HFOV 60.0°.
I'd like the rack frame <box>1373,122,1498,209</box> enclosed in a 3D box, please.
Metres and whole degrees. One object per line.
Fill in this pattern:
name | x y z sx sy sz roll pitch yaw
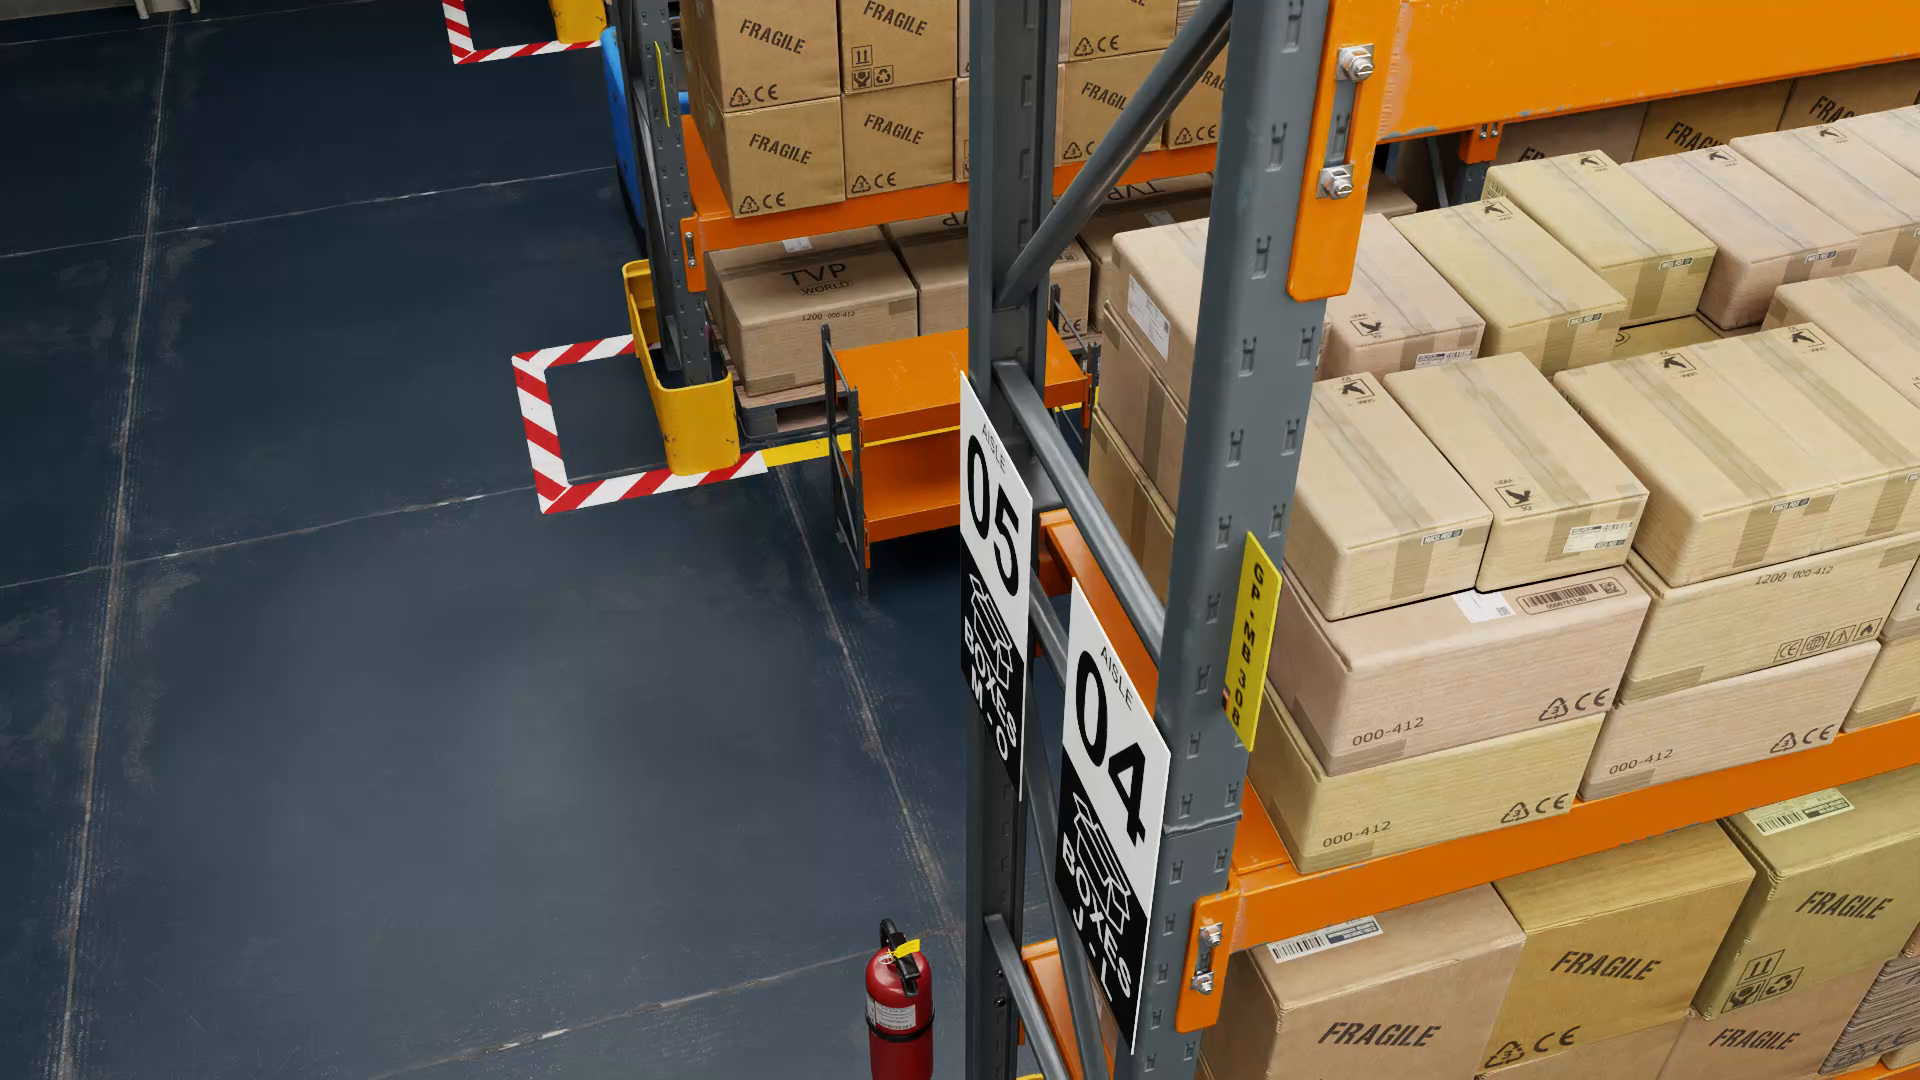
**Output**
rack frame | 2.454 -2.620 8.318 0.127 3.000 1.000 -12 42 -13

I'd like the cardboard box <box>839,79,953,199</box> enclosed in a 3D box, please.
cardboard box | -0.343 -1.899 7.417 0.500 0.500 0.500 -12 43 -14

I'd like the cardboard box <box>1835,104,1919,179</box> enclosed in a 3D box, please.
cardboard box | 1.925 -0.695 3.266 0.250 0.149 0.380 -13 43 -14

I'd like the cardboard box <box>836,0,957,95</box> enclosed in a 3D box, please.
cardboard box | -0.327 -2.266 7.077 0.500 0.500 0.500 -13 43 -14

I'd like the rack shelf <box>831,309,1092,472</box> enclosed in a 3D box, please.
rack shelf | -0.006 -0.643 7.035 1.000 0.278 0.538 -12 42 -13

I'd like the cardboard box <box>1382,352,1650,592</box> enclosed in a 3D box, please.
cardboard box | 0.848 -0.115 2.602 0.250 0.149 0.380 -10 42 -11

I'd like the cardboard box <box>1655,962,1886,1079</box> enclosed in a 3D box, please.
cardboard box | 1.707 0.982 3.894 0.500 0.500 0.500 -11 42 -12

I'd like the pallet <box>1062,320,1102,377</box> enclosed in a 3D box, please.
pallet | 0.539 -1.225 8.841 1.213 0.211 1.003 -12 42 -13

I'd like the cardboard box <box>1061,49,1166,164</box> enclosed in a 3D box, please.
cardboard box | 0.620 -2.098 7.645 0.500 0.500 0.500 -10 42 -12

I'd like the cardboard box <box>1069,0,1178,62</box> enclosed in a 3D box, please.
cardboard box | 0.637 -2.472 7.313 0.500 0.500 0.500 -12 42 -13

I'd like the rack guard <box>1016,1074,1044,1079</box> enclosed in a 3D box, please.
rack guard | 0.294 2.184 4.720 0.348 0.500 1.175 -12 42 -13

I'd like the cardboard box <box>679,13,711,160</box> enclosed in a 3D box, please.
cardboard box | -0.981 -2.128 7.680 0.500 0.500 0.500 -11 42 -13

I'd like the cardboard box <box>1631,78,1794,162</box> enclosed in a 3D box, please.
cardboard box | 3.880 -2.334 9.287 0.875 0.875 0.875 -11 42 -12

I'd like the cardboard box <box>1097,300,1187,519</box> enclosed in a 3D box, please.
cardboard box | 0.585 -0.255 3.066 0.500 0.250 0.500 -13 43 -14

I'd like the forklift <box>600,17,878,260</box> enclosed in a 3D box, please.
forklift | -0.436 -3.146 8.973 3.031 2.935 1.130 -12 43 -13

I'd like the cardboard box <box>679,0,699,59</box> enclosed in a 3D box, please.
cardboard box | -0.973 -2.488 7.332 0.500 0.500 0.500 -10 42 -12

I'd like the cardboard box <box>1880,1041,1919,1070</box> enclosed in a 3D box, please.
cardboard box | 2.365 1.119 4.230 0.250 0.149 0.380 -11 42 -12

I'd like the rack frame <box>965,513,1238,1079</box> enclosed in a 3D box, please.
rack frame | 0.222 1.257 3.881 0.127 3.000 1.000 -12 42 -13

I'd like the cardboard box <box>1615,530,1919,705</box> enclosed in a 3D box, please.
cardboard box | 1.216 -0.032 2.810 0.500 0.250 0.500 -12 43 -14

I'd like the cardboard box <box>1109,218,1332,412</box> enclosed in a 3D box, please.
cardboard box | 0.451 -0.404 2.934 0.250 0.149 0.380 -12 43 -13

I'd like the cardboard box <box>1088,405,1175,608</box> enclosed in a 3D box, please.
cardboard box | 0.576 -0.072 3.236 0.500 0.250 0.500 -13 43 -14

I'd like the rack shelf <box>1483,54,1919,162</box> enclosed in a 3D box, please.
rack shelf | 4.361 -2.744 9.007 4.000 0.370 1.077 -12 42 -13

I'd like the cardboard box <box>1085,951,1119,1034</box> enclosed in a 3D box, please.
cardboard box | 0.573 0.857 4.036 0.500 0.500 0.500 -11 42 -12

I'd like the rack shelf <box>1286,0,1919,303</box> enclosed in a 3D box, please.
rack shelf | 2.129 -1.125 2.597 4.000 0.370 1.077 -12 42 -13

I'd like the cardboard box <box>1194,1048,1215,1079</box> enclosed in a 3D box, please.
cardboard box | 0.733 1.192 3.653 0.500 0.500 0.500 -10 42 -11

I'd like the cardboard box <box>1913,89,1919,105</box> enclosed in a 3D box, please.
cardboard box | 5.585 -2.684 9.687 0.875 0.875 0.875 -12 43 -13

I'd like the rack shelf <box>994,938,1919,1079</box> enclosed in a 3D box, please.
rack shelf | 2.129 1.133 4.570 4.000 0.370 1.077 -12 42 -13

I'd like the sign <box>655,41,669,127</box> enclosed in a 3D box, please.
sign | -1.201 -1.836 6.703 0.005 0.325 0.100 -12 42 -13

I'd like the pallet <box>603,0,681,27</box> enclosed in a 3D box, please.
pallet | -2.023 -4.066 12.094 1.213 0.211 1.003 -12 42 -13

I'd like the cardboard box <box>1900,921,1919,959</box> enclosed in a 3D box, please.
cardboard box | 2.197 0.513 3.670 0.500 0.500 0.500 -13 43 -14

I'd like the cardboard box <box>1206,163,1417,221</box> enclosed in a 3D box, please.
cardboard box | 1.823 -1.756 8.958 0.875 0.438 0.875 -12 43 -14

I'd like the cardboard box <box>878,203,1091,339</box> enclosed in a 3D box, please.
cardboard box | 0.108 -1.402 8.552 0.875 0.438 0.875 -11 42 -12

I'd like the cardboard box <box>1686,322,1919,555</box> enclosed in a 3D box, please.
cardboard box | 1.360 -0.170 2.665 0.250 0.149 0.380 -11 42 -12

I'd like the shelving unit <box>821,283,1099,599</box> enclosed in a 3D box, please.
shelving unit | -0.006 -0.422 7.228 1.048 1.125 0.538 -12 42 -13

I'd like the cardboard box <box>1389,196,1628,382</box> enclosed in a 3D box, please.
cardboard box | 0.960 -0.443 2.978 0.250 0.149 0.380 -13 43 -14

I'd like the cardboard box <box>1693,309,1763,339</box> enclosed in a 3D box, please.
cardboard box | 1.561 -0.456 3.296 0.500 0.250 0.500 -11 42 -12

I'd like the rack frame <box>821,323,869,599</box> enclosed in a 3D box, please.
rack frame | -0.491 -0.322 7.113 0.032 1.125 0.500 -12 42 -13

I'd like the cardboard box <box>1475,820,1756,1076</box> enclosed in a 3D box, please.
cardboard box | 1.209 0.705 3.451 0.500 0.500 0.500 -11 42 -12

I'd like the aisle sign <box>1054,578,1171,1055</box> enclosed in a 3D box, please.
aisle sign | 0.242 0.481 2.793 0.004 0.787 0.394 -12 42 -13

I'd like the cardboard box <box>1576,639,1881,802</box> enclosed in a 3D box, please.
cardboard box | 1.230 0.154 2.977 0.500 0.250 0.500 -10 42 -12

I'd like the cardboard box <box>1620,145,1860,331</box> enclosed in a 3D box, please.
cardboard box | 1.439 -0.575 3.129 0.250 0.149 0.380 -13 43 -14
